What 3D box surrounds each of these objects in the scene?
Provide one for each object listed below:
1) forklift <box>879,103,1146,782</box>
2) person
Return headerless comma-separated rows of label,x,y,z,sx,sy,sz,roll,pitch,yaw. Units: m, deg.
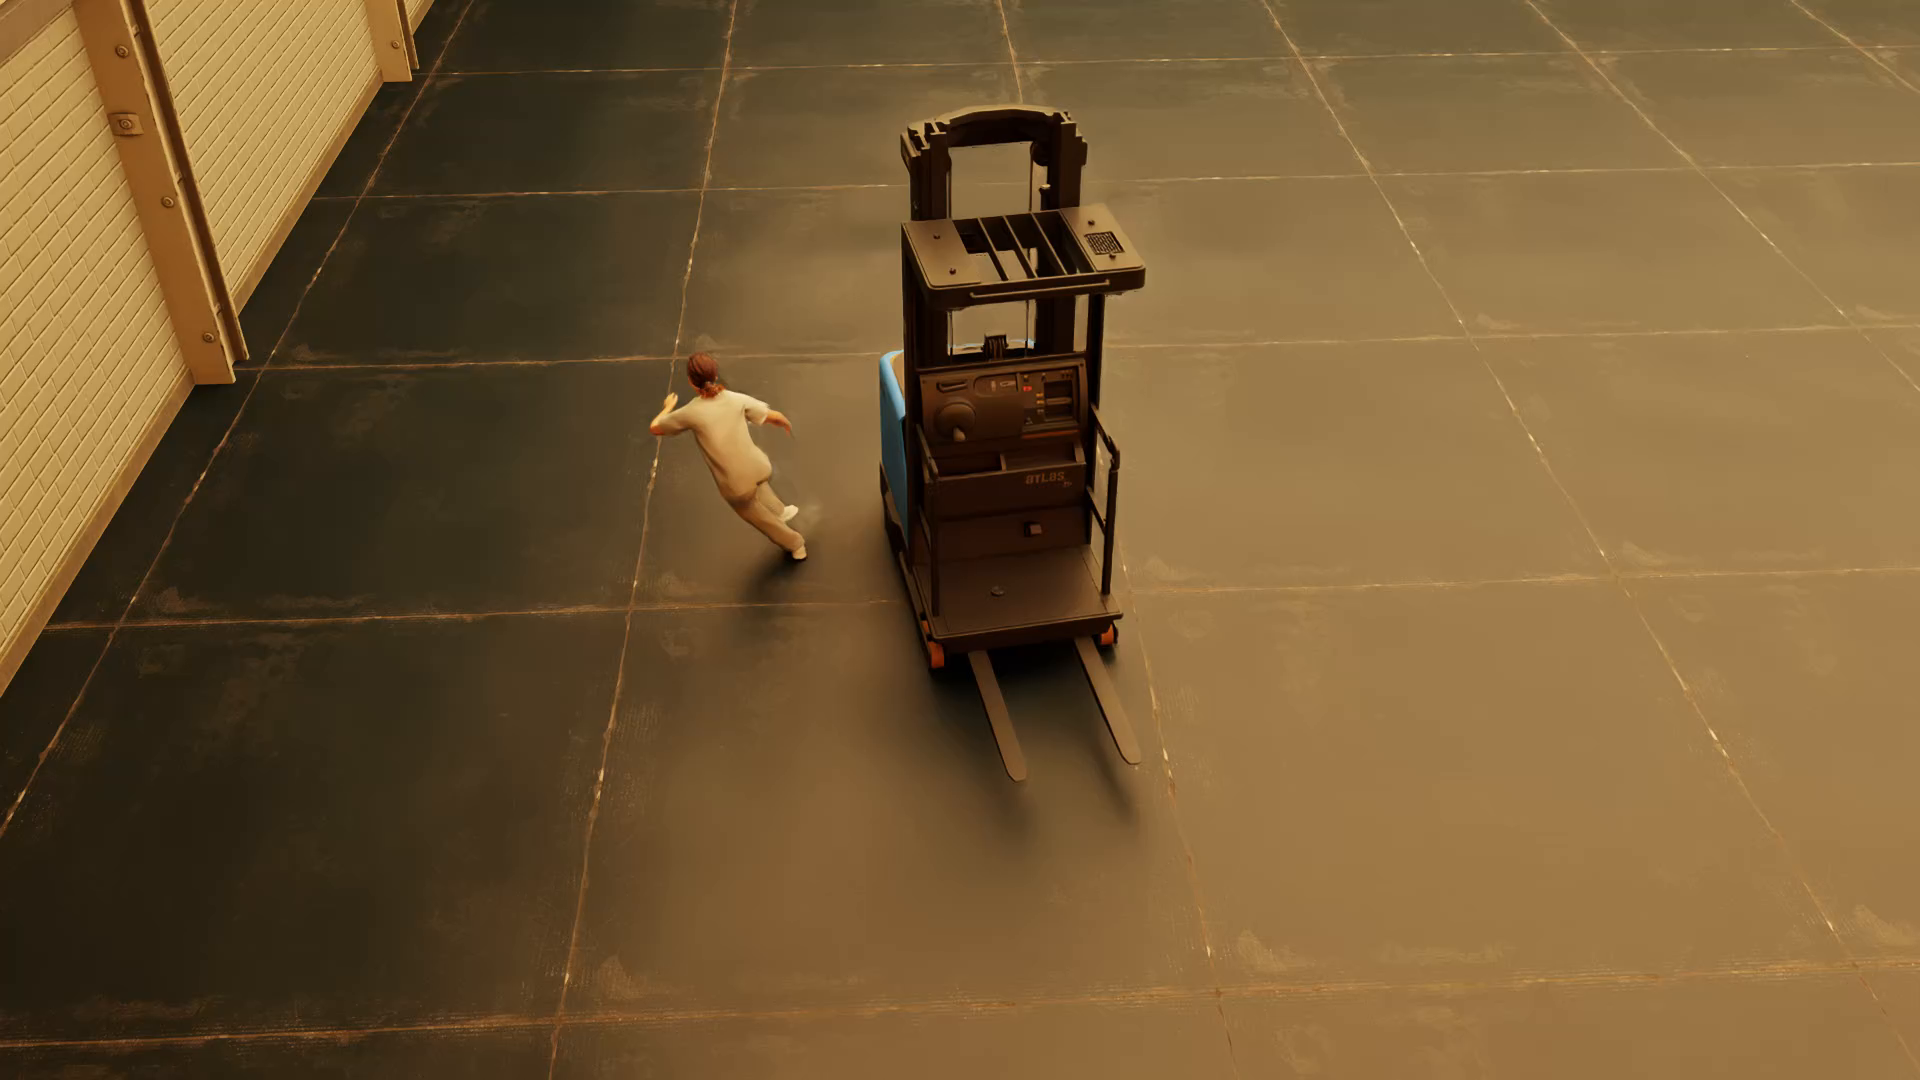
forklift,0.291,-0.691,8.959,1.130,2.935,3.031,-7,37,-10
person,-1.378,-0.516,10.004,0.869,1.442,0.812,-26,43,-31
